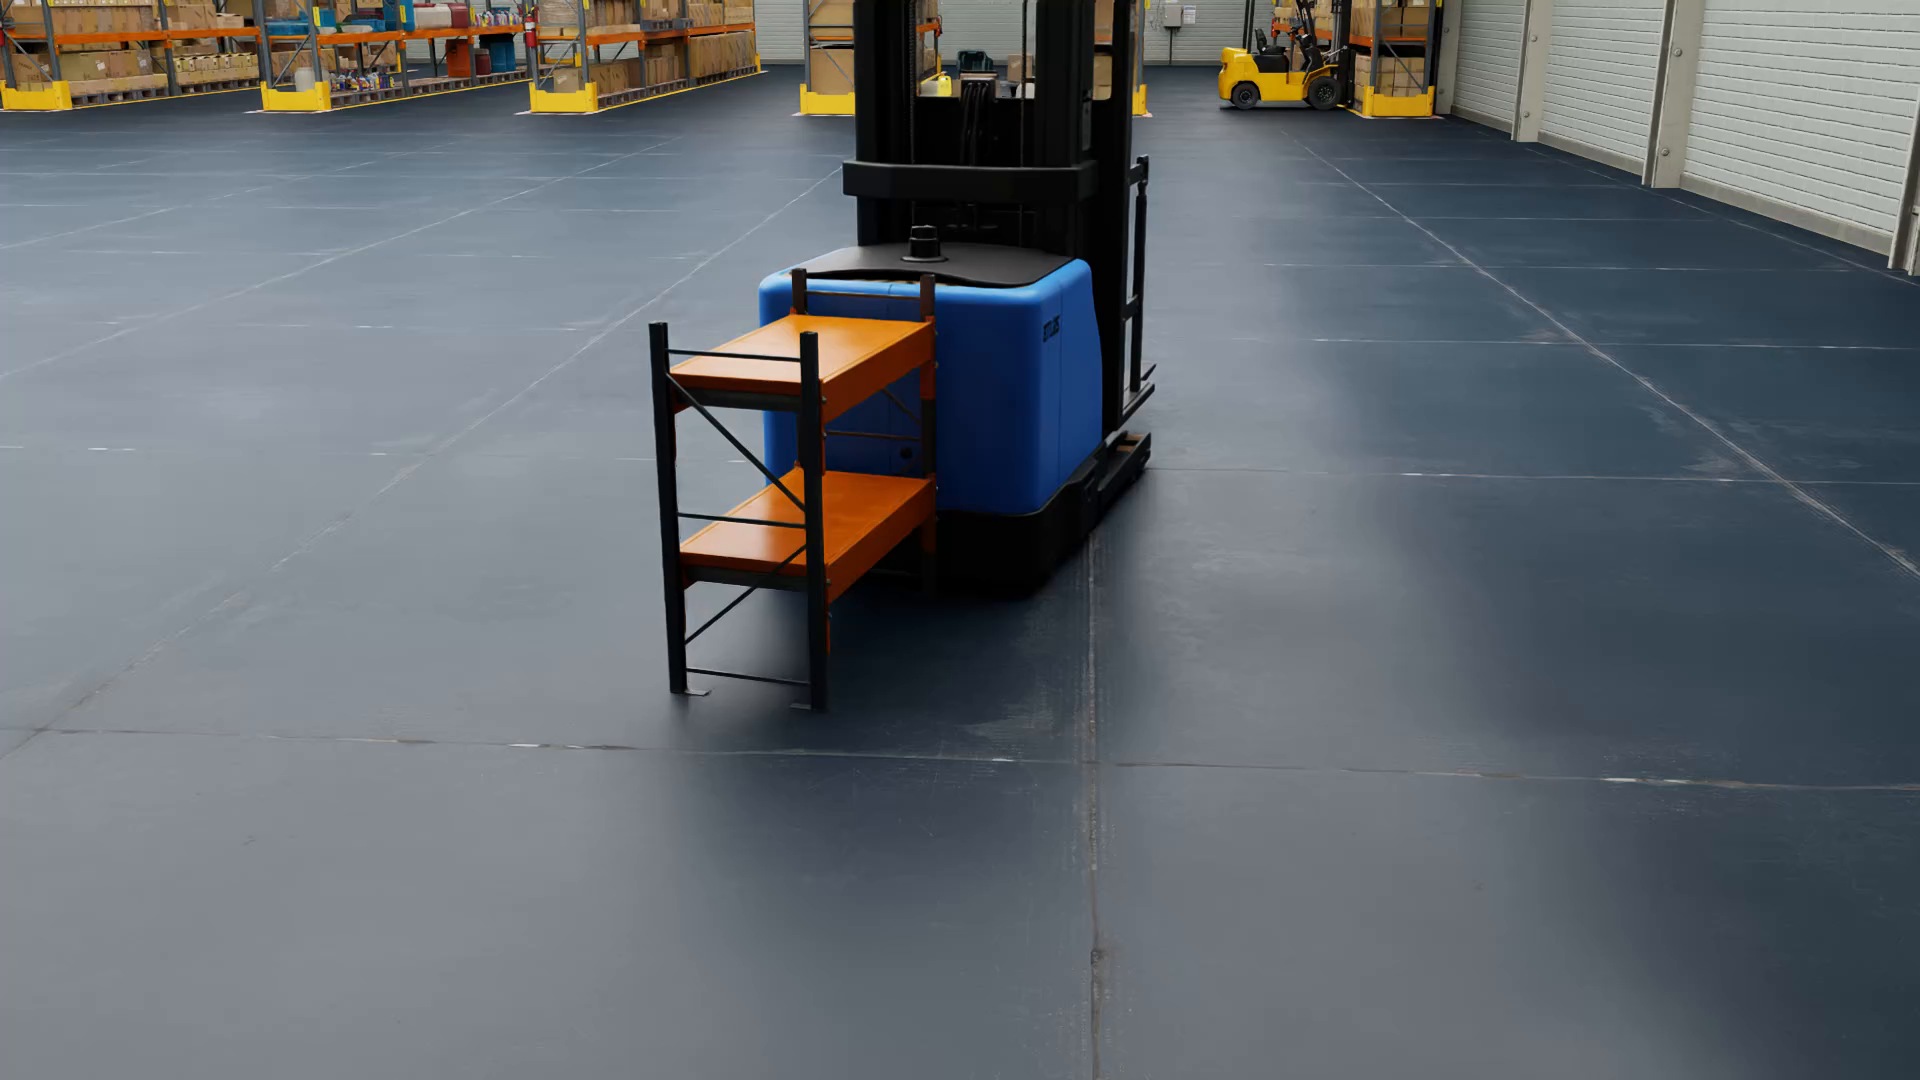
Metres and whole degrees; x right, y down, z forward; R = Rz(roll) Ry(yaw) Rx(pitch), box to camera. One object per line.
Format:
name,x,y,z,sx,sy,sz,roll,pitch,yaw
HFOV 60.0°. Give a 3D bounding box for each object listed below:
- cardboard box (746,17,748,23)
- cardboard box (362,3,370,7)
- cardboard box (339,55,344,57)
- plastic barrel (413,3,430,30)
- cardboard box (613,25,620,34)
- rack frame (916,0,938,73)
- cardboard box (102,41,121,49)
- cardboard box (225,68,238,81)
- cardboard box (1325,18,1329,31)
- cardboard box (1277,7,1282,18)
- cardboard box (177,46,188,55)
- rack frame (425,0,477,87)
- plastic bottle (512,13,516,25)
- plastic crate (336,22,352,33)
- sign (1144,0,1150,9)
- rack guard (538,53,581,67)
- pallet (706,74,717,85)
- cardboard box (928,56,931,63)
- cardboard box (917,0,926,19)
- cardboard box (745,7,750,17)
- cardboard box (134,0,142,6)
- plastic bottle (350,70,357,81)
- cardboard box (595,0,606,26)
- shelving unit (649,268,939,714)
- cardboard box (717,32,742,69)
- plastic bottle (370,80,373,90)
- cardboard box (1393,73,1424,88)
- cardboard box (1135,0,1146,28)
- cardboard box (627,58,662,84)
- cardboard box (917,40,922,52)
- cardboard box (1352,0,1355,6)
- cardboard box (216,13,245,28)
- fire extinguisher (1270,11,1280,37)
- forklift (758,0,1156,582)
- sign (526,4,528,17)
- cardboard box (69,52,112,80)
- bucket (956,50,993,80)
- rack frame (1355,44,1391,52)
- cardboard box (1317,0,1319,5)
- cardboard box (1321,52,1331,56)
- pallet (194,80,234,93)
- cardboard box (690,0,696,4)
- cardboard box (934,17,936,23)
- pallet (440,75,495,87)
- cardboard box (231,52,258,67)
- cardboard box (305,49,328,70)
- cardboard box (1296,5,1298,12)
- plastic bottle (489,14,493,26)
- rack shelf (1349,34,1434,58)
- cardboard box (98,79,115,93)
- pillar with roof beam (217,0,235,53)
cardboard box,-5.790,-13.689,43.787,0.380,0.149,0.250,2,18,5
cardboard box,-15.790,-13.815,43.608,0.500,0.500,0.500,1,18,3
cardboard box,-16.393,-12.491,43.338,0.500,0.311,0.500,1,18,4
plastic barrel,-11.498,-11.132,35.360,0.433,0.535,0.433,0,18,0
cardboard box,-6.742,-9.778,31.851,0.380,0.149,0.250,1,18,4
rack frame,-1.098,-14.021,44.397,1.000,3.000,0.127,1,18,4
cardboard box,-21.124,-11.950,40.853,0.750,0.750,0.750,2,18,6
cardboard box,-16.359,-10.309,36.808,0.500,0.250,0.500,2,18,5
cardboard box,7.839,-10.667,34.401,0.500,0.250,0.500,2,18,6
cardboard box,8.461,-13.611,42.908,0.500,0.250,0.500,1,18,5
cardboard box,-20.912,-12.810,44.039,0.700,0.500,0.500,2,18,5
rack frame,-11.552,-11.789,37.585,1.000,3.000,0.127,1,18,4
plastic bottle,-10.942,-12.774,40.776,0.061,0.283,0.133,1,18,4
plastic crate,-12.217,-10.031,32.559,0.450,0.188,0.662,1,18,4
sign,3.241,-9.372,28.818,0.100,0.325,0.005,1,18,4
rack guard,-10.989,-13.094,45.581,1.175,0.500,0.348,1,18,4
pallet,-6.390,-10.975,39.577,1.003,0.211,1.213,1,18,4
cardboard box,-0.940,-12.349,42.720,0.380,0.149,0.250,1,18,4
cardboard box,-1.098,-13.116,40.996,0.500,0.500,0.500,1,18,3
cardboard box,-5.845,-13.919,43.849,0.500,0.250,0.500,1,18,3
cardboard box,-16.620,-10.767,33.263,0.380,0.149,0.250,1,18,2
plastic bottle,-12.166,-9.253,33.391,0.144,0.351,0.185,1,18,4
cardboard box,-7.123,-9.865,31.075,0.875,0.500,0.500,1,18,4
shelving unit,-0.477,-0.205,5.242,0.538,1.125,1.048,6,19,17
cardboard box,-6.133,-12.594,42.777,0.875,0.875,0.875,1,18,4
plastic bottle,-11.631,-8.972,32.775,0.097,0.201,0.097,0,18,0
cardboard box,7.892,-8.135,29.371,0.500,0.250,0.500,2,18,5
cardboard box,3.010,-9.303,29.358,0.500,0.500,0.500,1,18,3
cardboard box,-6.740,-9.969,35.338,0.700,0.500,0.500,0,18,-1
cardboard box,-1.186,-11.910,40.089,0.500,0.250,0.500,1,18,2
cardboard box,7.533,-10.050,31.074,0.380,0.149,0.250,1,18,3
cardboard box,-16.562,-11.747,37.598,0.500,0.311,0.500,2,18,7
fire extinguisher,8.347,-13.675,44.061,0.296,0.674,0.183,1,18,4
forklift,0.213,-1.670,6.813,1.130,2.935,3.031,6,19,17
sign,-10.716,-13.150,41.294,0.100,0.325,0.005,1,18,4
cardboard box,-16.748,-9.138,32.031,0.500,0.500,0.500,1,18,4
bucket,0.332,-9.367,33.009,0.726,0.611,0.620,8,10,23
rack frame,7.938,-10.106,32.446,1.000,3.000,0.127,1,18,4
cardboard box,7.908,-11.611,35.839,0.380,0.149,0.250,2,18,6
cardboard box,8.127,-10.022,35.332,0.875,0.625,0.625,2,18,6
pallet,-16.680,-9.943,36.429,1.003,0.211,1.213,1,18,4
cardboard box,-6.493,-12.632,38.385,0.797,0.503,0.637,2,18,5
cardboard box,-0.839,-13.794,44.107,0.380,0.149,0.250,1,18,4
pallet,-11.537,-10.710,38.769,1.003,0.211,1.213,1,18,4
cardboard box,-16.284,-10.892,37.688,0.500,0.311,0.500,2,18,5
cardboard box,-15.998,-11.852,41.083,0.500,0.500,0.500,1,18,4
cardboard box,8.029,-12.303,38.694,0.396,0.266,0.258,2,18,7
plastic bottle,-11.080,-12.249,39.196,0.097,0.271,0.097,0,18,0
rack shelf,7.794,-9.143,30.663,1.077,0.370,4.000,1,18,4
cardboard box,-16.737,-8.782,32.147,0.500,0.250,0.500,1,18,4
pillar with roof beam,-17.235,-18.108,47.233,9.100,9.000,0.400,1,18,4
